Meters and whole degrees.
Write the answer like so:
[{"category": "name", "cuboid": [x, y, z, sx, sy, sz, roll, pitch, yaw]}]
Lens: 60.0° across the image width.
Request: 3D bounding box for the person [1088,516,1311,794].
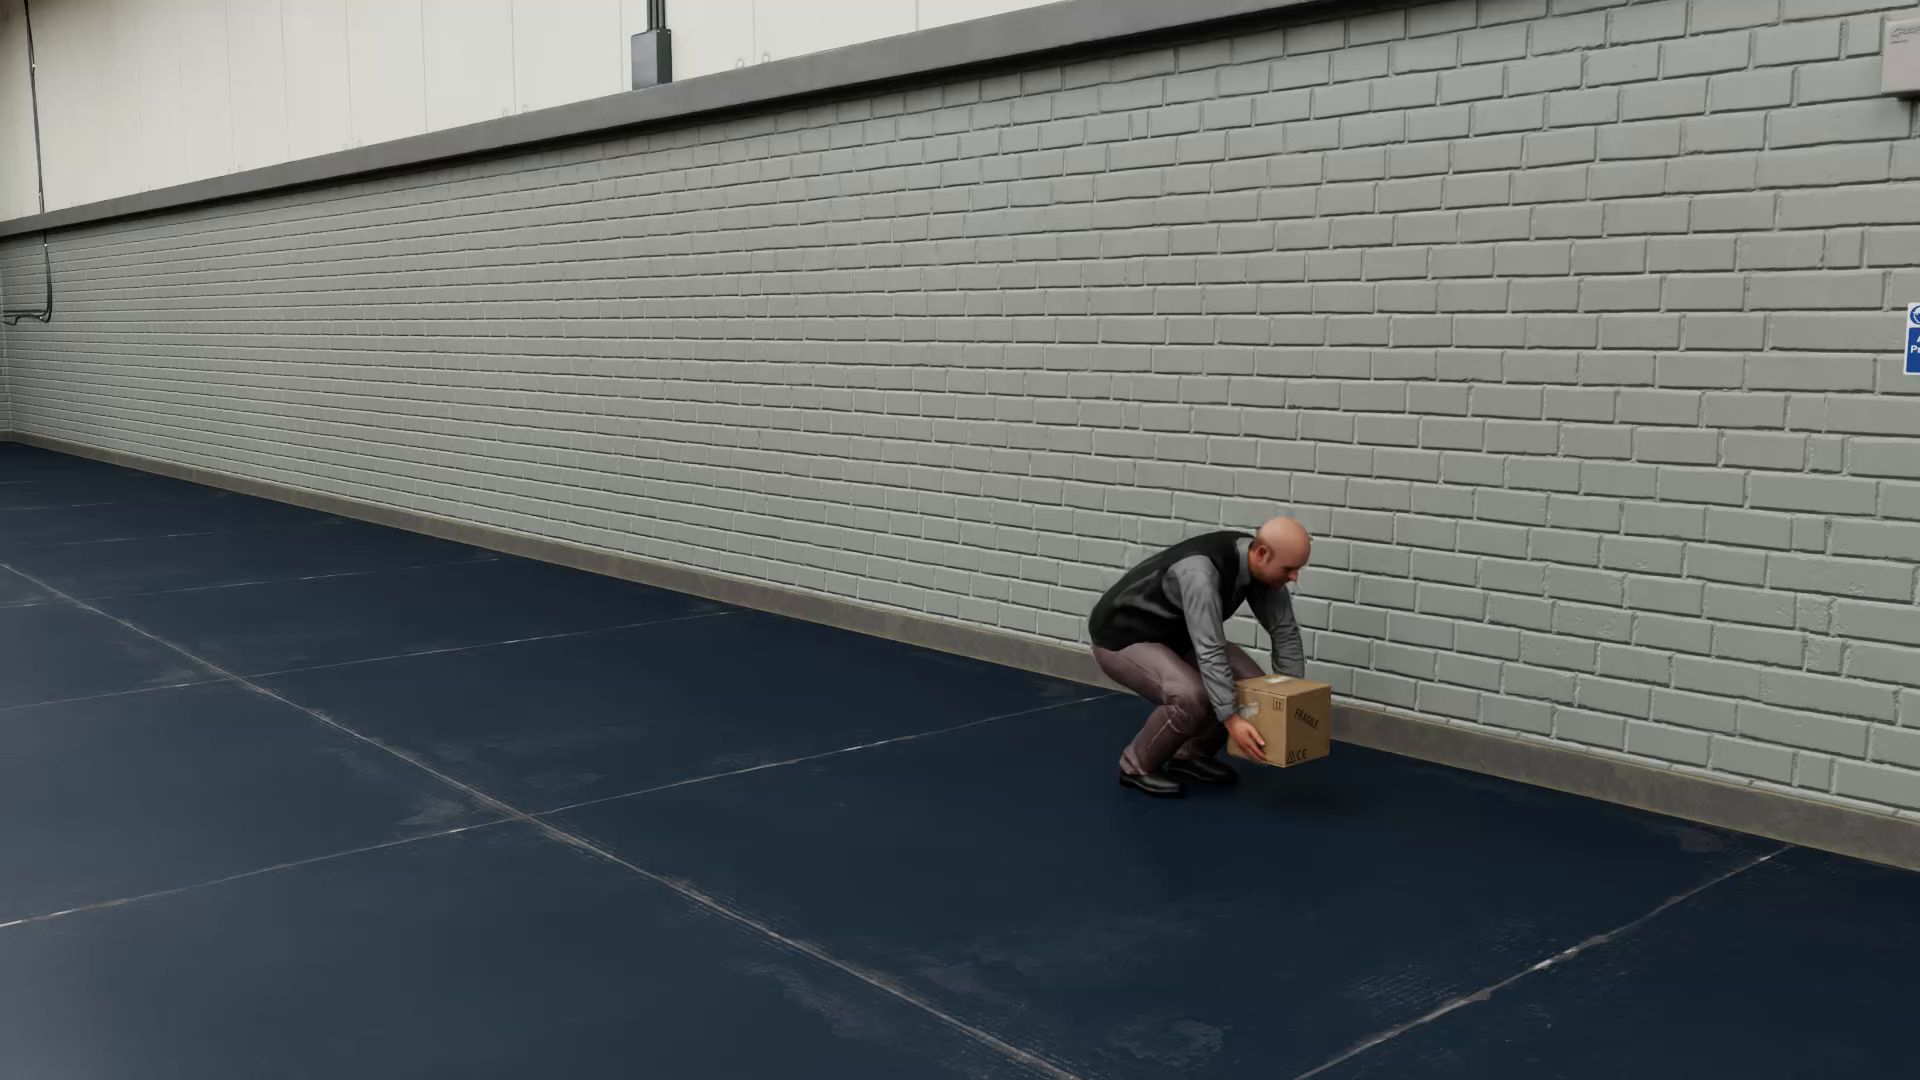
[{"category": "person", "cuboid": [0.890, 0.400, 6.019, 0.548, 1.025, 0.855, -6, 10, -41]}]
